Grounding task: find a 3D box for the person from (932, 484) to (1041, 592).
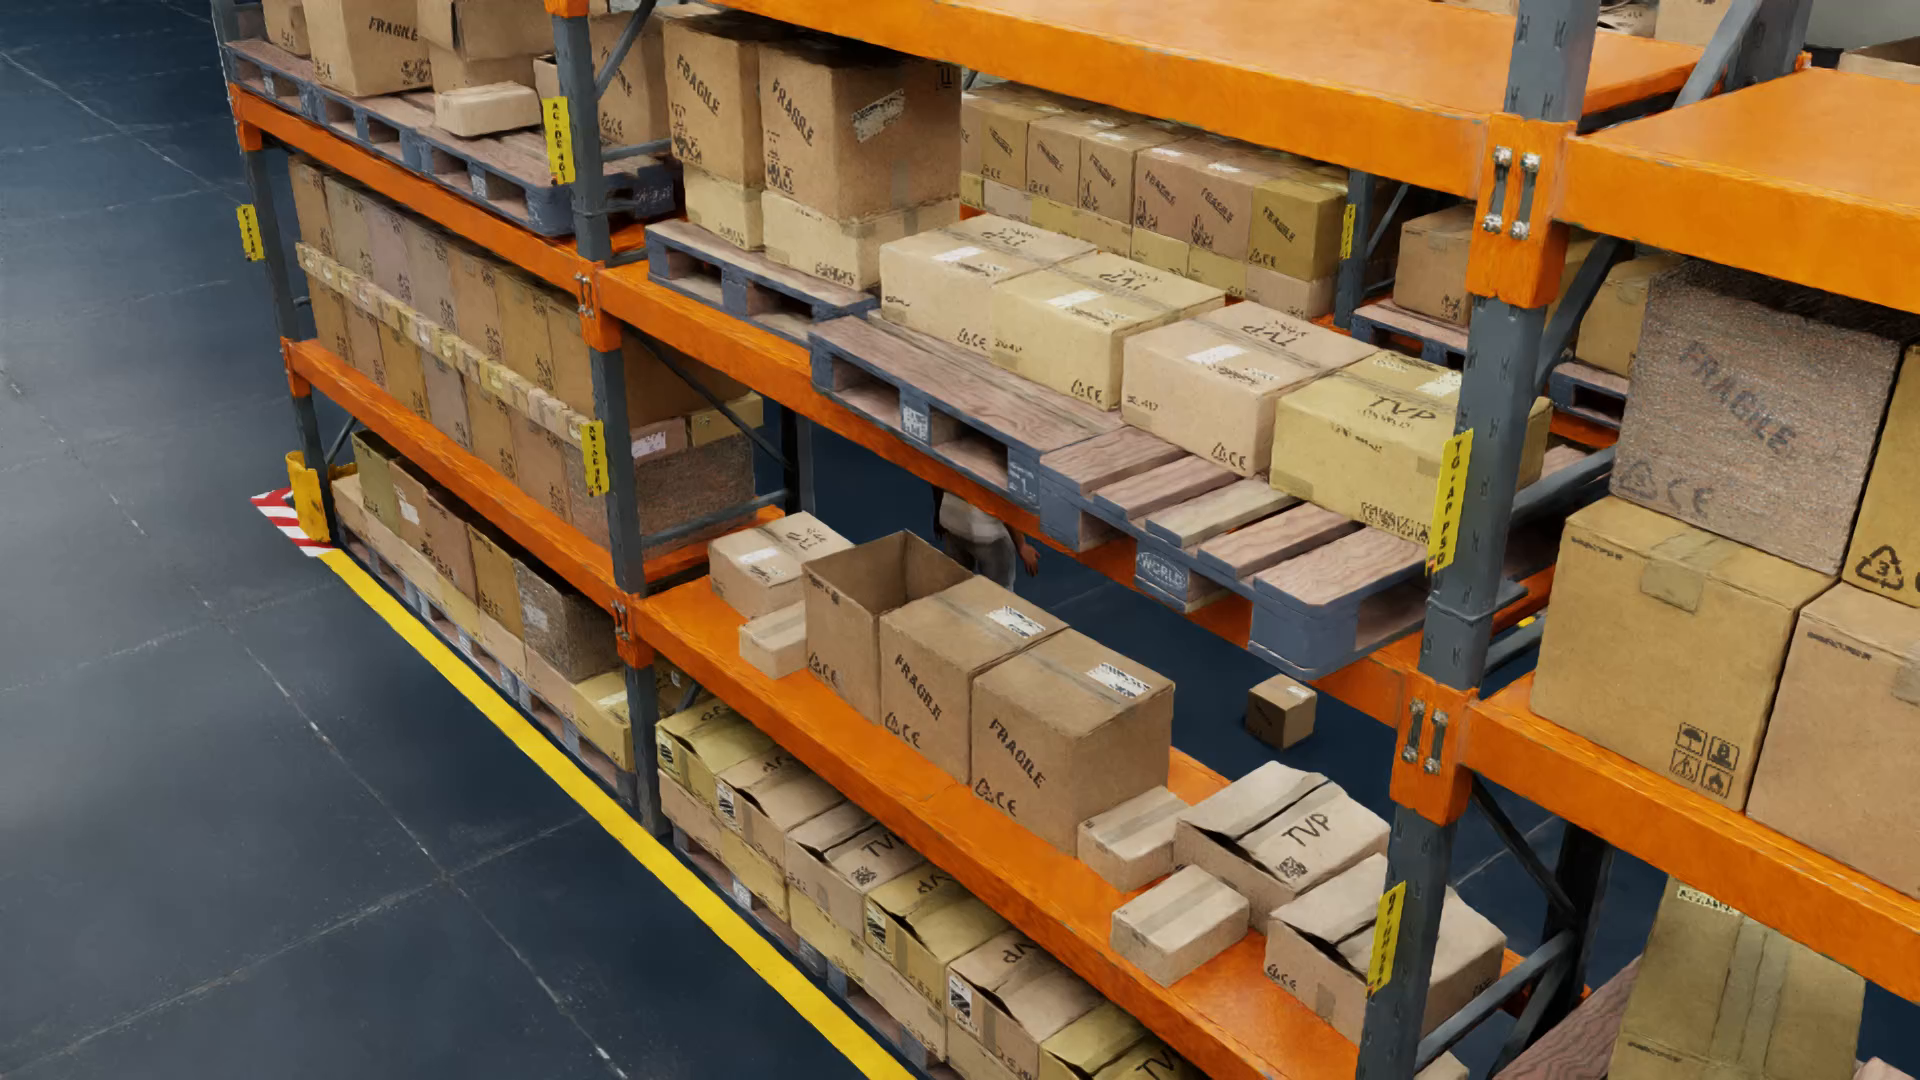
[{"bbox_3d":[0.145,-0.064,8.695,0.587,1.768,0.747,-23,36,-37],"label":"person"}]
